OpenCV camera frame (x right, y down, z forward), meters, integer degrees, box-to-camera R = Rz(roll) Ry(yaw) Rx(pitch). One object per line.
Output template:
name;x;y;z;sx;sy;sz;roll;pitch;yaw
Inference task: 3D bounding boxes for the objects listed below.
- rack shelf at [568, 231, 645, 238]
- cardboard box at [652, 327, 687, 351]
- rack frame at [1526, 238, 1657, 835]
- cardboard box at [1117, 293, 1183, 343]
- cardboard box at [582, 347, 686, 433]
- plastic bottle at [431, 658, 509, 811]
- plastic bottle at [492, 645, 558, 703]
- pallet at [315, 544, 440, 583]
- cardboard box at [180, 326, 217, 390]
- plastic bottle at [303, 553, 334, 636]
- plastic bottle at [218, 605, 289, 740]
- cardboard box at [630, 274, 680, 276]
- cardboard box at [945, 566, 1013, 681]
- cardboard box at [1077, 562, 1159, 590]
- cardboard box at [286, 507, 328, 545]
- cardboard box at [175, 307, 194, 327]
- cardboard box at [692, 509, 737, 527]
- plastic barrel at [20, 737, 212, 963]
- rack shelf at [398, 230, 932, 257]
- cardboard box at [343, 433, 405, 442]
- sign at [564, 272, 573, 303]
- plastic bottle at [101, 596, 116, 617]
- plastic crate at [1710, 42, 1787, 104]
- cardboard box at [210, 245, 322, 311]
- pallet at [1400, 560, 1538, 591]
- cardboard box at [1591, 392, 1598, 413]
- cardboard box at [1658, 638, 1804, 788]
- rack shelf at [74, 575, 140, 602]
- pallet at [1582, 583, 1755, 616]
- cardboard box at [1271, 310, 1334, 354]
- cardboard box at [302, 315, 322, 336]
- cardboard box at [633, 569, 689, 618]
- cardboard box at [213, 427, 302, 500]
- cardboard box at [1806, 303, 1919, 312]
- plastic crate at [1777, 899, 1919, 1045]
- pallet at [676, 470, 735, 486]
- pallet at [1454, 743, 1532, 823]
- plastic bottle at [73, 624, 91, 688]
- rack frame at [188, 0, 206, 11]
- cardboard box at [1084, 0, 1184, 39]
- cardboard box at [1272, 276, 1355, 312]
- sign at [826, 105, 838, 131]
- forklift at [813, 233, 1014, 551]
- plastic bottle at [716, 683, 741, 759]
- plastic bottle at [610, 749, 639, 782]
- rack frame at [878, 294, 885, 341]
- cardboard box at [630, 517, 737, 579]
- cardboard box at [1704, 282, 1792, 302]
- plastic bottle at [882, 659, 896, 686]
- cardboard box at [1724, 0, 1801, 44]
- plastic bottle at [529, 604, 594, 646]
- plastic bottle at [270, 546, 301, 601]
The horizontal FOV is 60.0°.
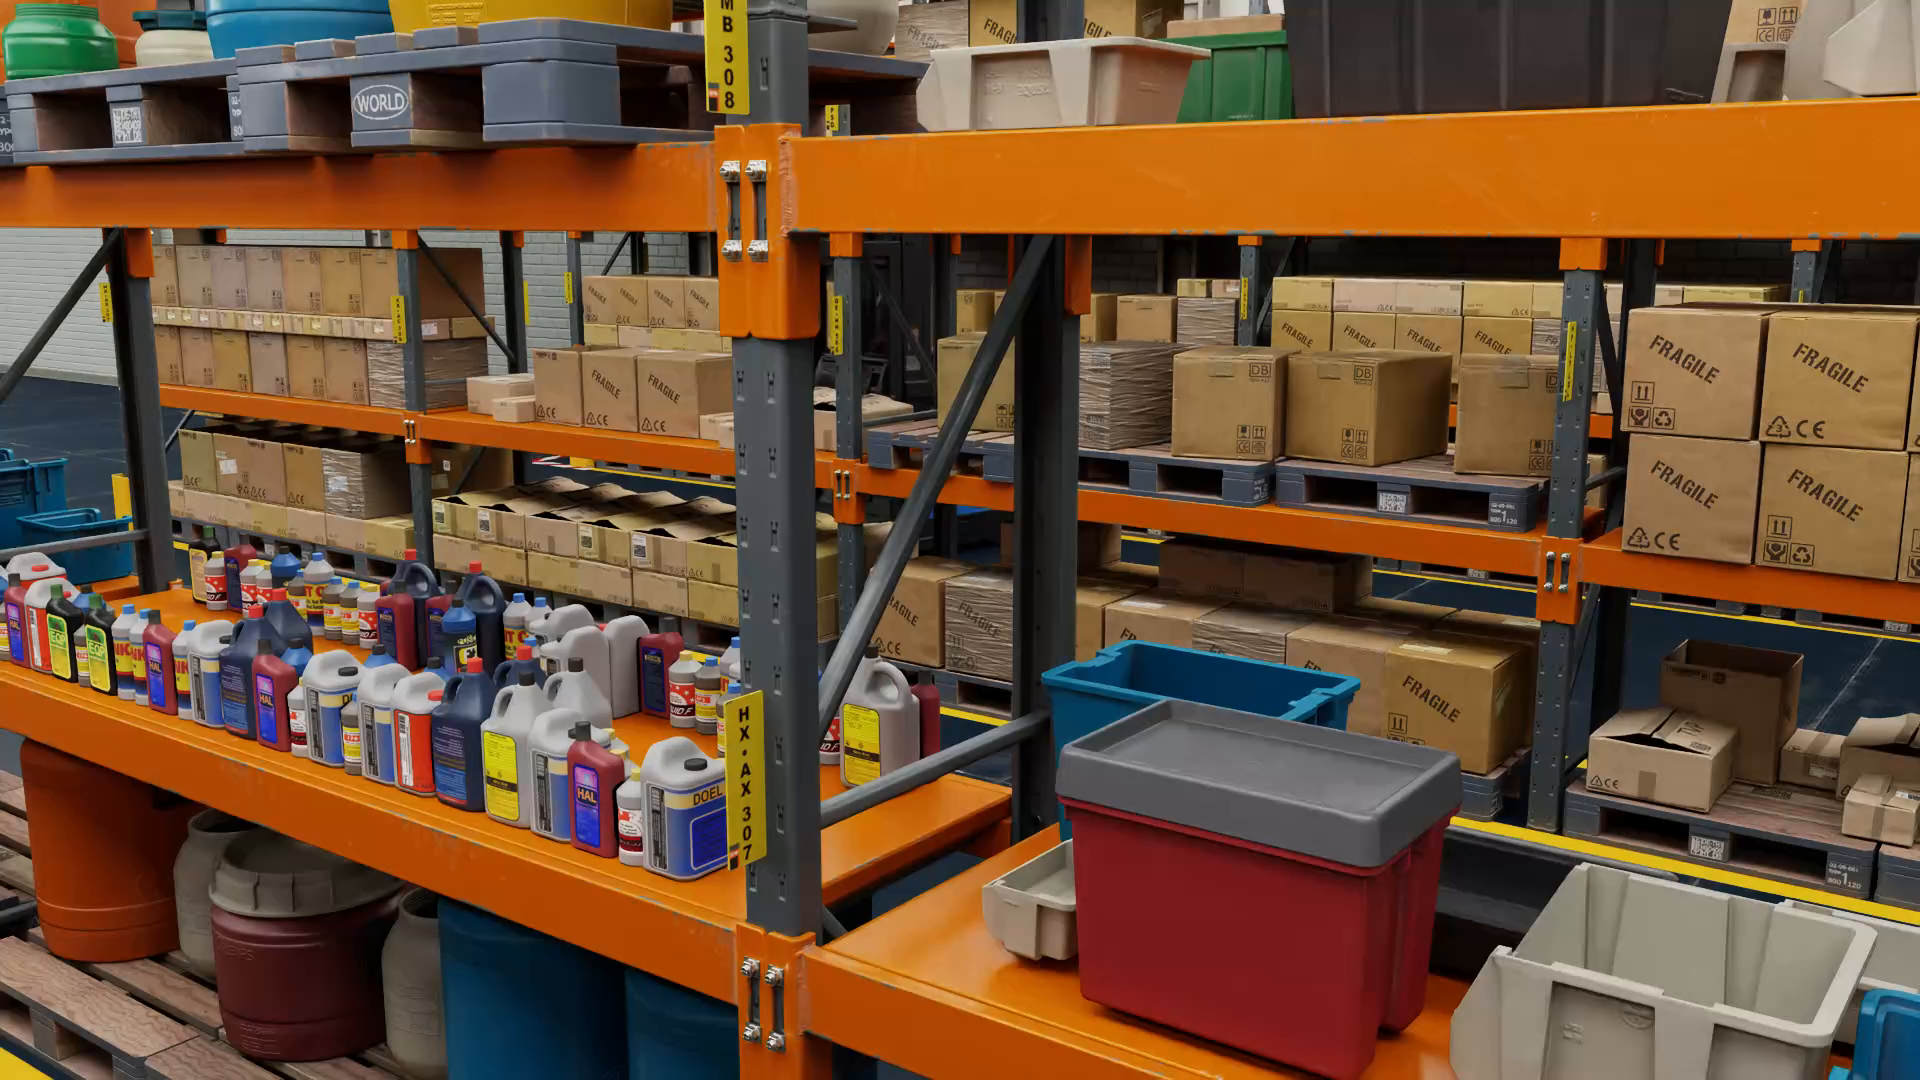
rack shelf;-2.267;-3.261;16.987;4.000;0.370;1.077;8;13;36
cardboard box;-2.840;-2.085;17.252;0.500;0.250;0.500;8;13;35
rack frame;2.863;-0.259;7.470;0.127;3.000;1.000;8;13;36
cardboard box;1.717;-1.842;14.234;0.500;0.500;0.700;6;13;30
cardboard box;-2.147;-1.003;11.053;0.500;0.500;0.500;8;14;36
plastic bottle;-1.155;0.449;3.939;0.185;0.351;0.144;8;13;36
plastic bottle;-1.070;0.427;4.054;0.185;0.351;0.144;8;13;36
pallet;-4.201;0.115;12.879;1.213;0.211;1.003;8;13;36
cardboard box;-6.014;-1.544;13.851;0.500;0.500;0.700;8;14;37
plastic bottle;-2.135;0.178;5.550;0.097;0.271;0.097;0;11;0
plastic bottle;-1.894;0.346;4.472;0.185;0.351;0.144;8;13;36
cardboard box;-3.374;-2.651;18.201;0.500;0.500;0.500;8;13;35
cardboard box;0.262;0.456;9.199;0.500;0.500;0.500;7;13;33
cardboard box;0.949;0.430;9.331;0.500;0.500;0.500;7;13;34
cardboard box;-4.897;-0.145;13.014;0.500;0.250;0.500;8;13;36
cardboard box;-6.205;-1.841;13.676;0.250;0.149;0.380;8;14;36
cardboard box;-1.447;-0.059;11.096;0.500;0.311;0.500;7;13;34
plastic barrel;-2.891;0.961;5.772;0.708;0.830;0.600;8;13;36
rack shelf;-1.973;-2.053;10.740;4.000;0.370;1.077;8;13;36
cardboard box;-4.579;-0.595;13.367;0.500;0.500;0.500;8;13;36
sign;-4.201;-2.709;17.854;0.005;0.325;0.100;8;13;36
plastic bottle;-2.706;0.276;5.229;0.097;0.201;0.097;0;11;0
plastic crate;1.179;-0.759;2.854;0.466;0.136;0.293;8;13;36
cardboard box;-5.563;-2.119;13.405;0.500;0.500;0.700;8;14;36
pallet;4.139;0.139;12.754;1.213;0.211;1.003;8;13;36
cardboard box;4.548;-1.018;12.002;0.250;0.149;0.380;8;14;36
cardboard box;3.491;0.773;7.559;0.500;0.500;0.500;8;13;36
rack shelf;-4.908;0.178;7.107;4.000;0.370;1.077;8;13;36
pallet;5.126;0.276;12.046;1.213;0.211;1.003;8;13;36
cardboard box;2.809;-1.578;13.192;0.500;0.500;0.500;8;14;37
cardboard box;-4.750;-1.638;12.629;0.250;0.149;0.380;8;13;35
cardboard box;-1.750;0.299;10.720;0.500;0.250;0.500;8;14;37
cardboard box;-5.693;-0.628;13.536;0.500;0.500;0.500;8;13;36
cardboard box;3.839;-0.724;6.981;0.500;0.500;0.500;8;13;34
plastic crate;1.510;0.749;2.797;0.466;0.136;0.293;8;13;36
pallet;-2.205;-0.755;17.377;1.213;0.211;1.003;8;13;36
pallet;2.185;1.025;8.177;1.213;0.211;1.003;8;13;36
plastic bottle;-2.580;0.329;4.953;0.097;0.201;0.097;0;11;0
rack frame;-6.809;-4.553;13.874;0.127;3.000;1.000;8;13;36
cardboard box;0.809;-2.556;8.554;0.500;0.500;0.500;8;13;36
cardboard box;2.805;-1.947;13.121;0.500;0.250;0.500;8;14;37
sign;-0.696;-2.390;9.018;0.005;0.325;0.100;8;13;36
forklift;-1.027;-1.312;13.094;3.031;2.935;1.130;-8;14;-37
plastic bottle;-0.573;0.466;4.245;0.097;0.201;0.097;0;11;0
plastic bottle;-0.762;0.569;3.716;0.097;0.201;0.097;0;11;0
rack frame;-0.655;-1.917;16.041;0.127;3.000;1.000;8;13;36
cardboard box;-1.756;0.024;10.664;0.500;0.311;0.500;8;13;35
cardboard box;5.576;-1.682;11.755;0.500;0.250;0.500;8;14;37
plastic bottle;-0.222;0.435;4.191;0.133;0.283;0.061;8;13;36
cardboard box;3.278;-2.223;6.828;0.500;0.500;0.700;8;13;36
plastic bottle;-1.152;0.320;4.807;0.135;0.276;0.152;8;13;36
plastic bottle;-2.292;0.156;5.663;0.097;0.271;0.097;0;11;0
